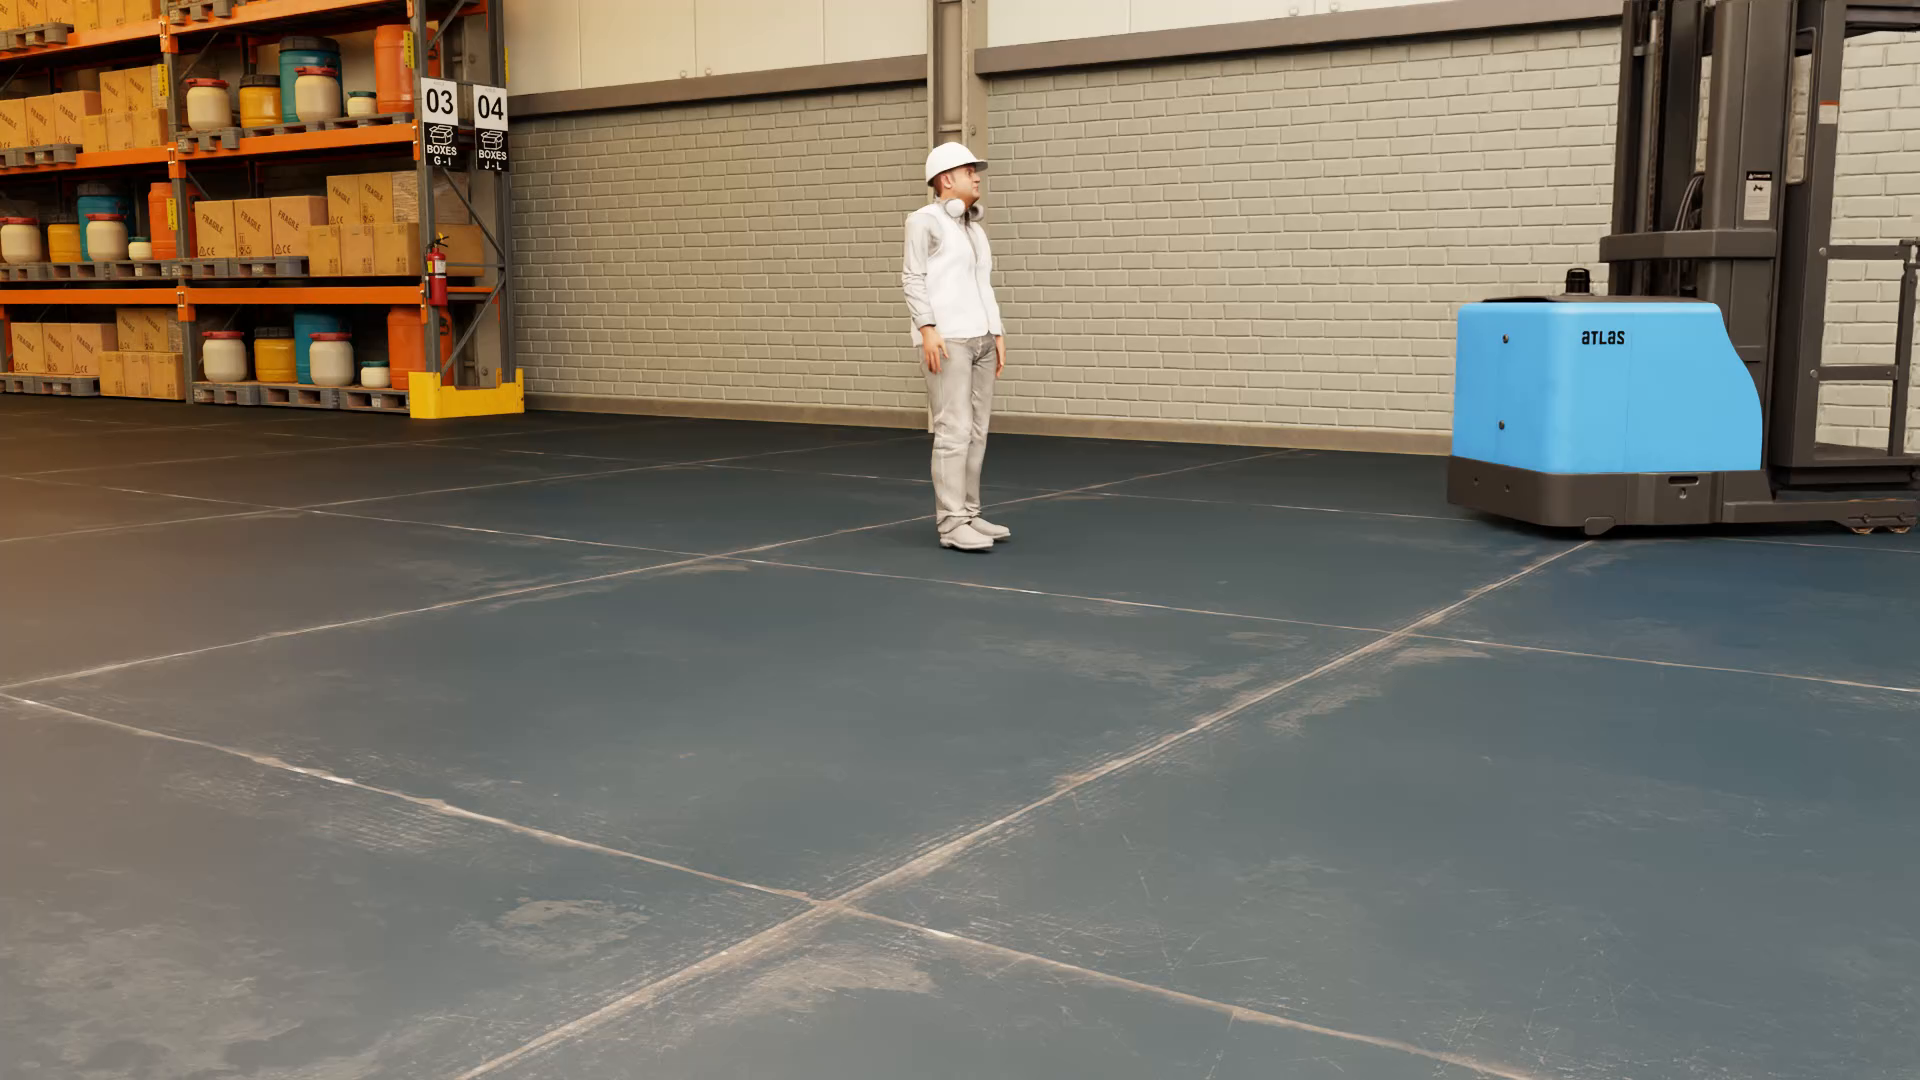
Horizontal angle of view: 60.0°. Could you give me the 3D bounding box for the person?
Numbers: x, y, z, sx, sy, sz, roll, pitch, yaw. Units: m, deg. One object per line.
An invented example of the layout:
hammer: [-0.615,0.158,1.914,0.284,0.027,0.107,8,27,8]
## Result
person: [0.048,-0.880,7.437,0.566,1.775,0.634,5,10,34]

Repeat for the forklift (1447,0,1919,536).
forklift: [4.039,-1.549,8.083,3.031,2.935,1.130,-2,8,-11]
